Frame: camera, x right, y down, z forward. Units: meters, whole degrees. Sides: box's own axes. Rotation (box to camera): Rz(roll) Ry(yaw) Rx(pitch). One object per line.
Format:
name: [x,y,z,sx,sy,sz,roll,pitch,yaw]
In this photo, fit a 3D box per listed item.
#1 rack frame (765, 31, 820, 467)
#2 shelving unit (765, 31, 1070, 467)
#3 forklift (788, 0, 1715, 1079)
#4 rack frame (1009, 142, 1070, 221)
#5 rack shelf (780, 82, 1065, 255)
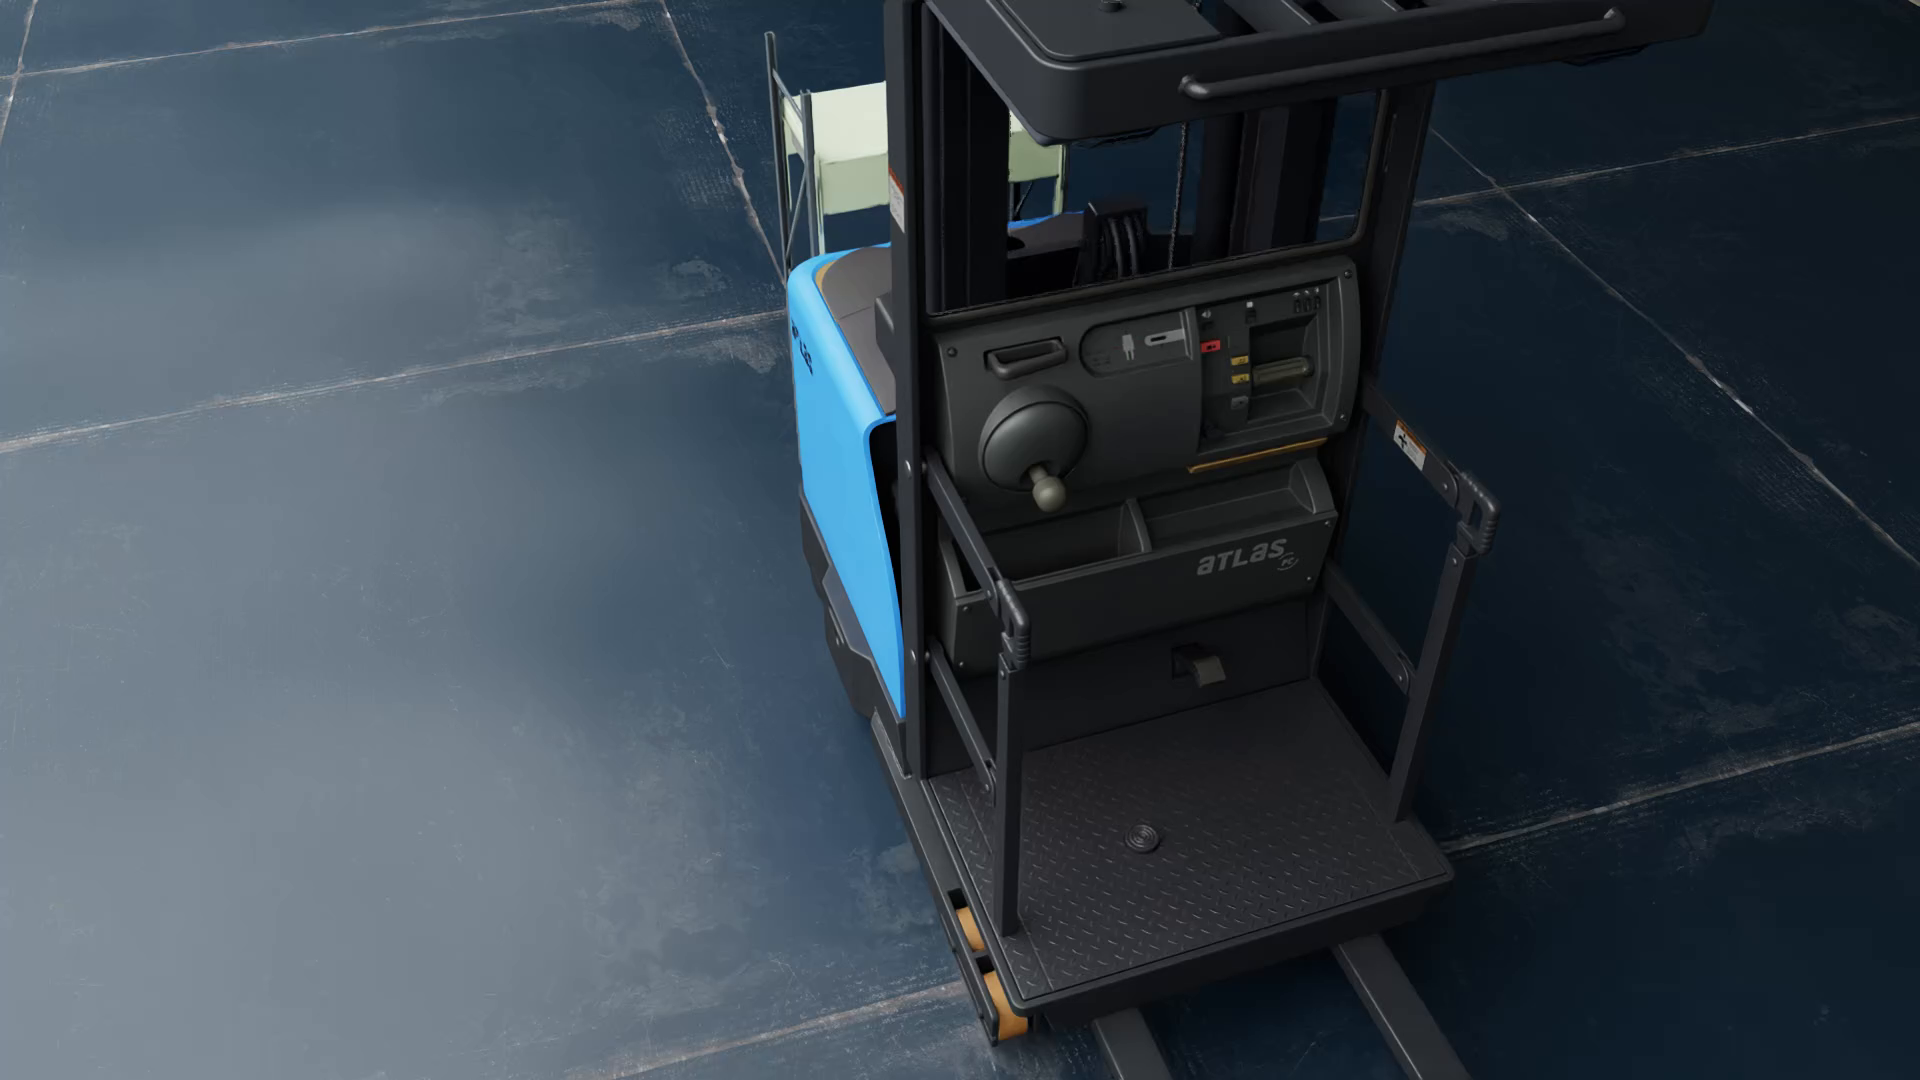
rack frame: [-0.460,-0.707,4.919,0.023,1.500,0.400,-13,43,-15]
shelving unit: [-0.115,-0.787,5.011,0.755,1.500,0.431,-13,43,-15]
forklift: [0.479,-0.240,3.297,1.130,2.935,3.031,-13,43,-14]
rack frame: [0.230,-0.868,5.104,0.023,1.500,0.400,-13,43,-15]
rack shelf: [-0.115,-1.081,4.755,0.720,0.370,0.431,-13,43,-15]
